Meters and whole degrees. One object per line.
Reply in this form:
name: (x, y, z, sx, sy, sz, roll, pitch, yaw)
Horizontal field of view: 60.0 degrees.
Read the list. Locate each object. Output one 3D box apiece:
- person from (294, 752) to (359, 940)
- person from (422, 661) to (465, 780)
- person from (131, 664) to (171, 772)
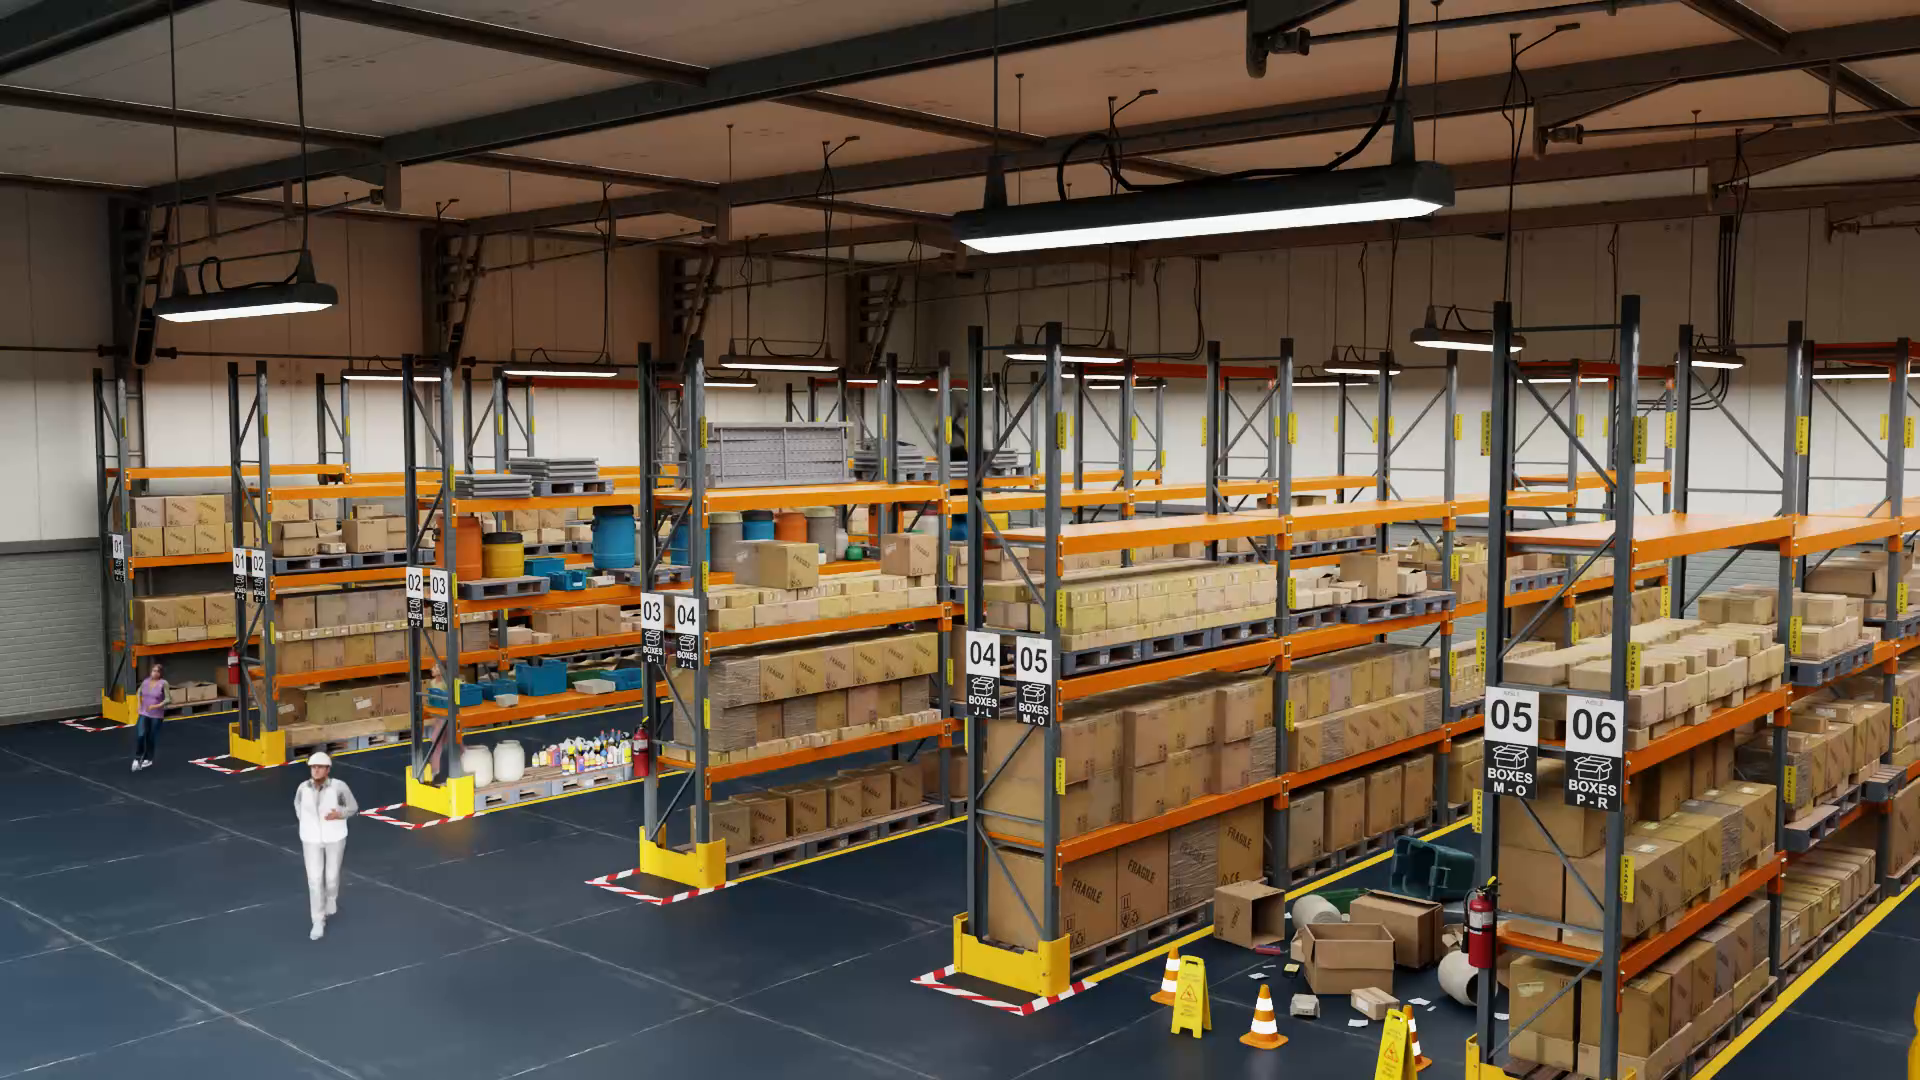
person: (-6.427, 3.036, 16.868, 0.641, 1.801, 0.892, -1, 4, -15)
person: (-7.401, 2.566, 23.970, 0.583, 1.695, 0.955, 3, 5, 35)
person: (-11.832, 2.577, 24.350, 0.549, 1.543, 0.596, -1, 4, -13)
